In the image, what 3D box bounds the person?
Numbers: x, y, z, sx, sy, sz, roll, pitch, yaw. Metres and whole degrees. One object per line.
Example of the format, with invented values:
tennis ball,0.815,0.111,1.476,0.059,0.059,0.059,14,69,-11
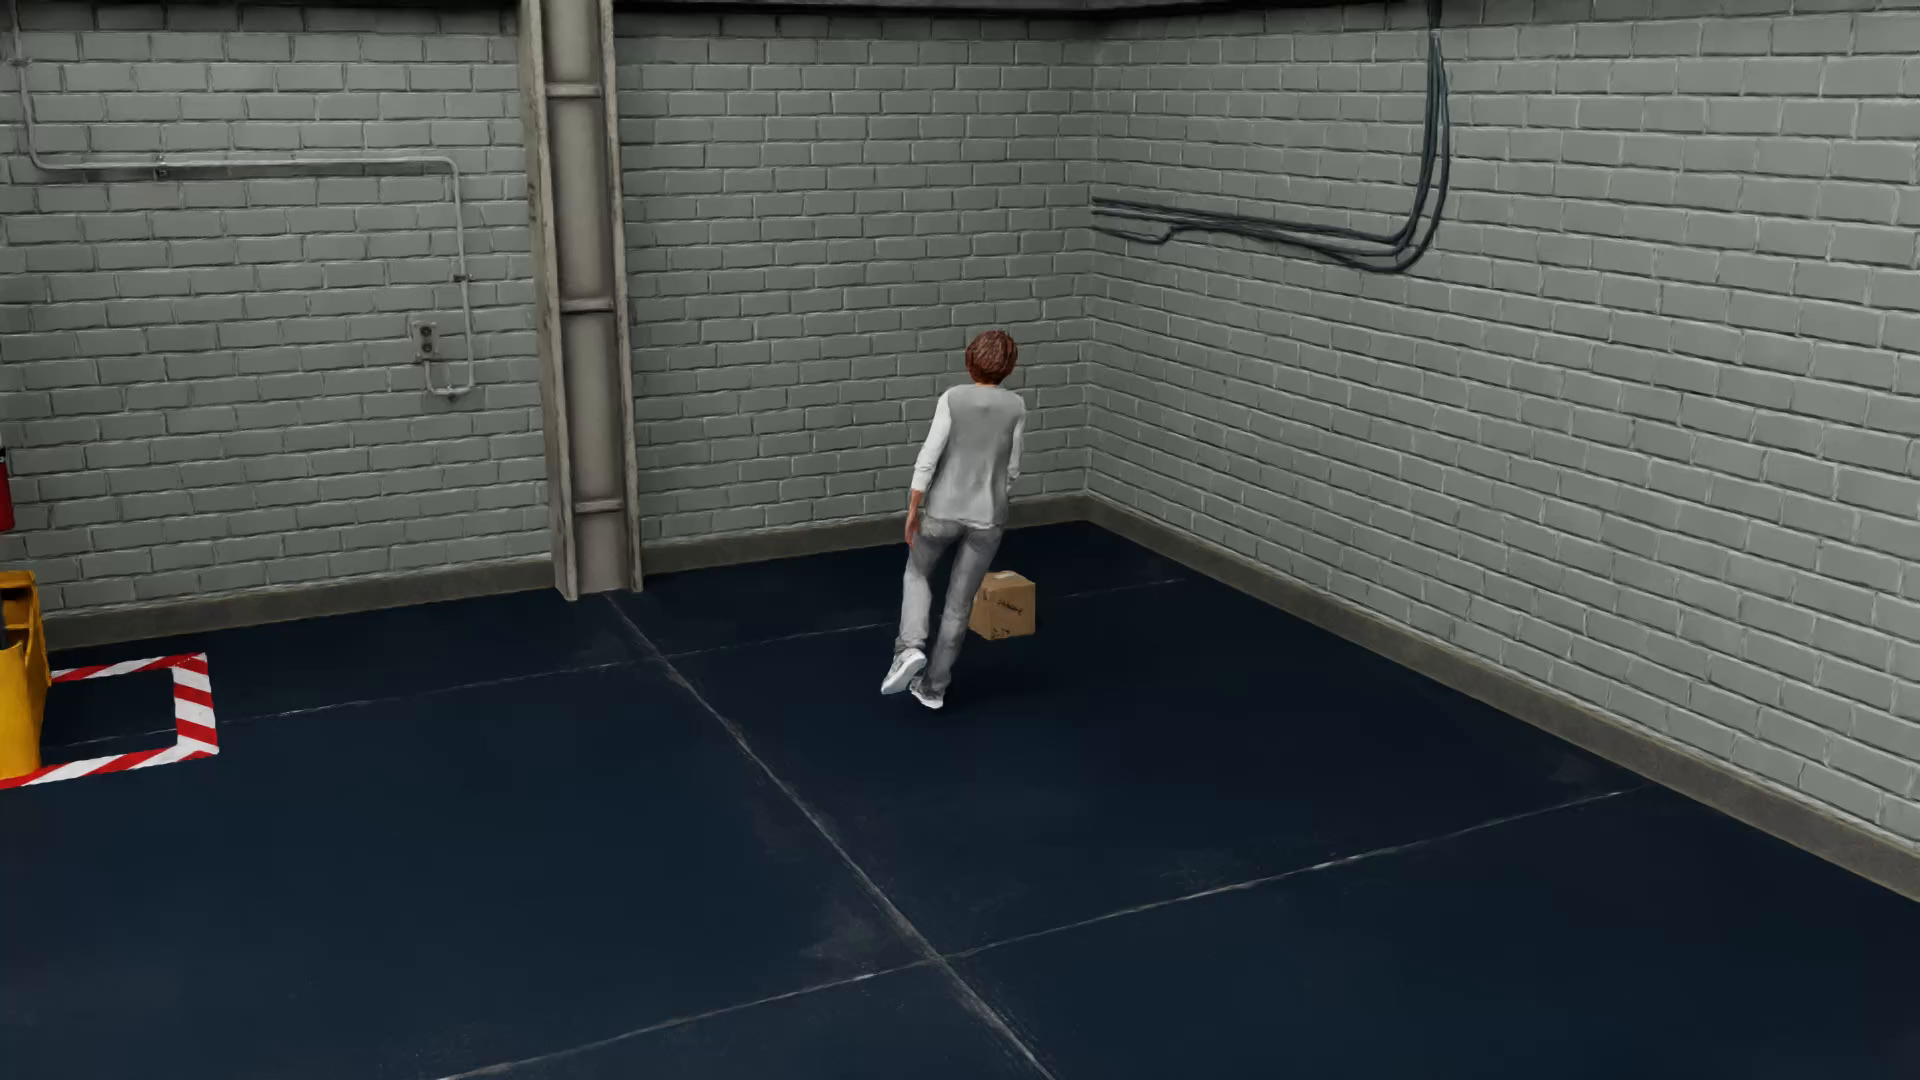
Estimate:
person,-0.035,-0.074,6.803,0.612,1.557,0.449,-2,16,-6
